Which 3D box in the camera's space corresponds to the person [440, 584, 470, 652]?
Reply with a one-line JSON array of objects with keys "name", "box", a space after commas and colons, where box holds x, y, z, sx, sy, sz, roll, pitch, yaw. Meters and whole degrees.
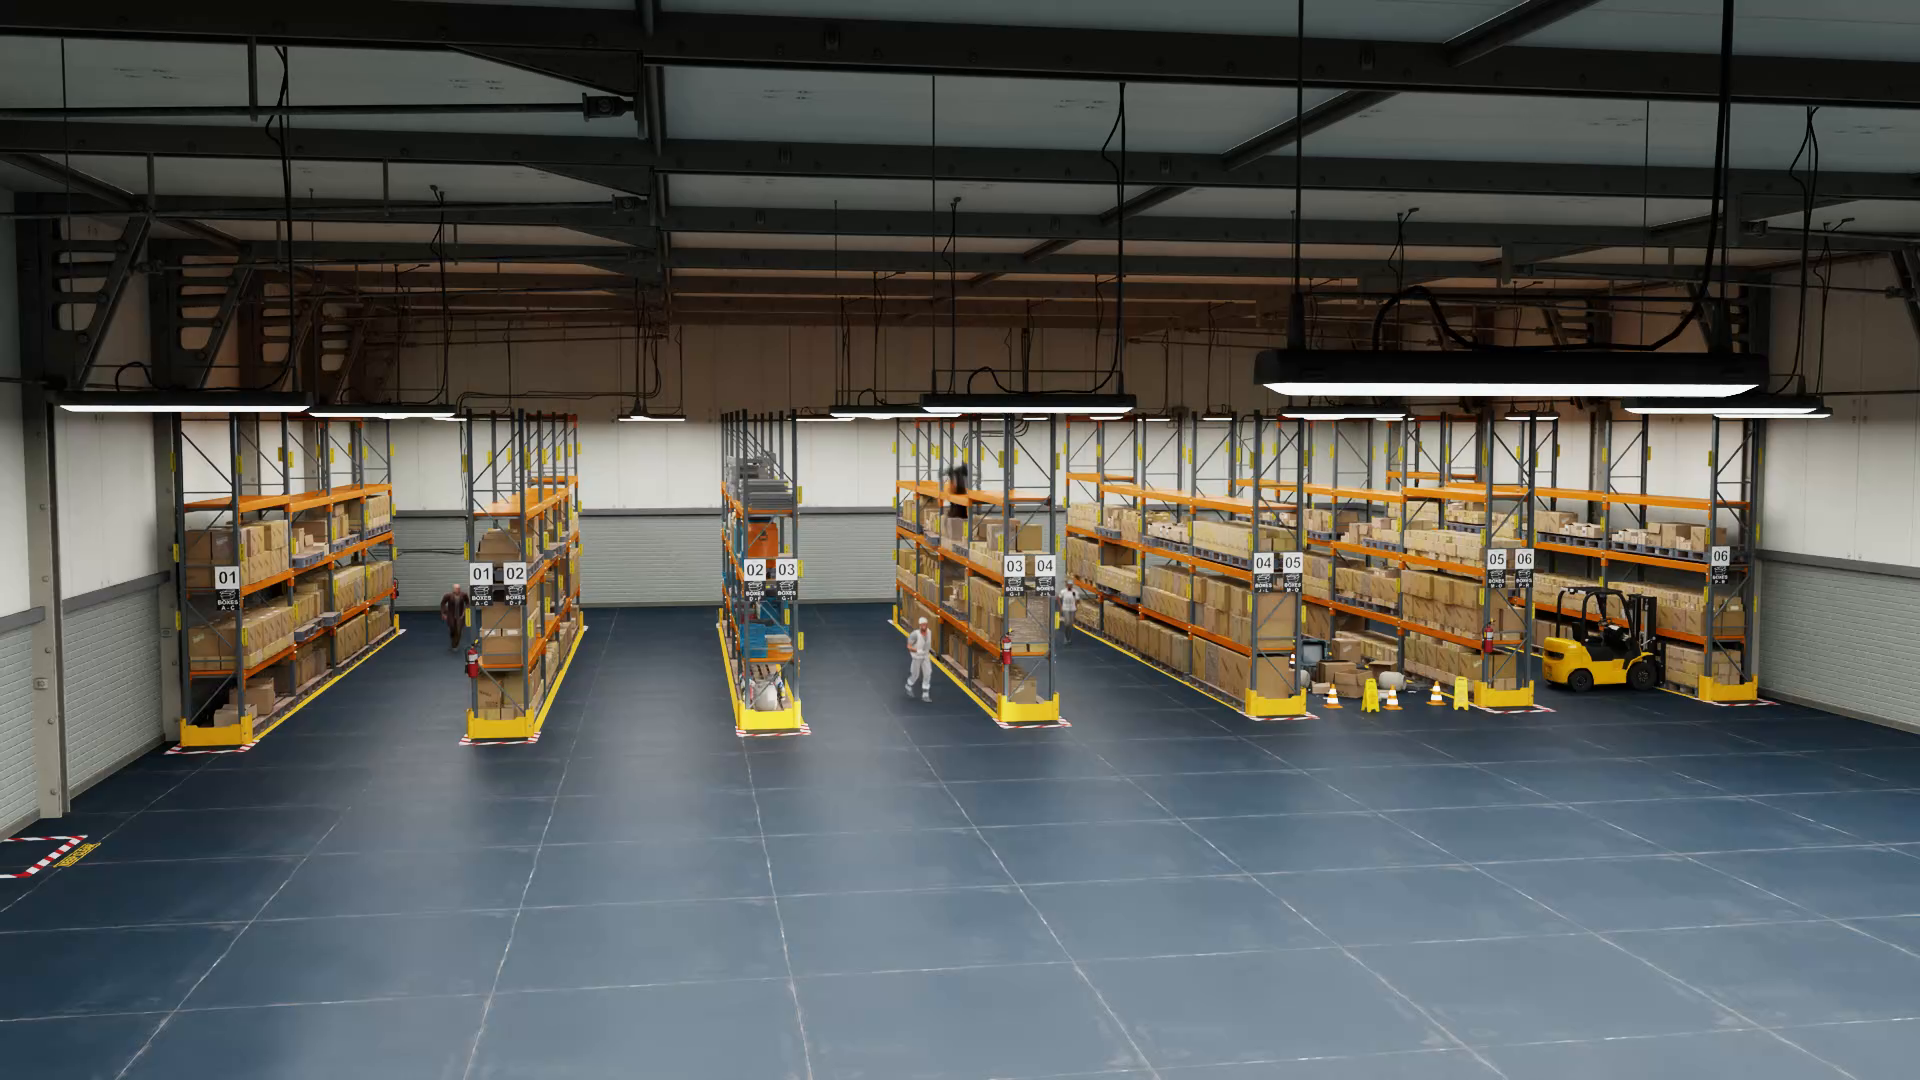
[{"name": "person", "box": [-12.739, 1.947, 41.979, 0.720, 1.712, 0.705, -2, 4, -27]}]

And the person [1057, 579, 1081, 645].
[{"name": "person", "box": [2.860, 1.875, 43.323, 0.559, 1.742, 0.730, -1, 4, -11]}]

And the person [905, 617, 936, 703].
[{"name": "person", "box": [-0.841, 2.448, 34.387, 0.680, 1.753, 0.951, -2, 4, -27]}]
